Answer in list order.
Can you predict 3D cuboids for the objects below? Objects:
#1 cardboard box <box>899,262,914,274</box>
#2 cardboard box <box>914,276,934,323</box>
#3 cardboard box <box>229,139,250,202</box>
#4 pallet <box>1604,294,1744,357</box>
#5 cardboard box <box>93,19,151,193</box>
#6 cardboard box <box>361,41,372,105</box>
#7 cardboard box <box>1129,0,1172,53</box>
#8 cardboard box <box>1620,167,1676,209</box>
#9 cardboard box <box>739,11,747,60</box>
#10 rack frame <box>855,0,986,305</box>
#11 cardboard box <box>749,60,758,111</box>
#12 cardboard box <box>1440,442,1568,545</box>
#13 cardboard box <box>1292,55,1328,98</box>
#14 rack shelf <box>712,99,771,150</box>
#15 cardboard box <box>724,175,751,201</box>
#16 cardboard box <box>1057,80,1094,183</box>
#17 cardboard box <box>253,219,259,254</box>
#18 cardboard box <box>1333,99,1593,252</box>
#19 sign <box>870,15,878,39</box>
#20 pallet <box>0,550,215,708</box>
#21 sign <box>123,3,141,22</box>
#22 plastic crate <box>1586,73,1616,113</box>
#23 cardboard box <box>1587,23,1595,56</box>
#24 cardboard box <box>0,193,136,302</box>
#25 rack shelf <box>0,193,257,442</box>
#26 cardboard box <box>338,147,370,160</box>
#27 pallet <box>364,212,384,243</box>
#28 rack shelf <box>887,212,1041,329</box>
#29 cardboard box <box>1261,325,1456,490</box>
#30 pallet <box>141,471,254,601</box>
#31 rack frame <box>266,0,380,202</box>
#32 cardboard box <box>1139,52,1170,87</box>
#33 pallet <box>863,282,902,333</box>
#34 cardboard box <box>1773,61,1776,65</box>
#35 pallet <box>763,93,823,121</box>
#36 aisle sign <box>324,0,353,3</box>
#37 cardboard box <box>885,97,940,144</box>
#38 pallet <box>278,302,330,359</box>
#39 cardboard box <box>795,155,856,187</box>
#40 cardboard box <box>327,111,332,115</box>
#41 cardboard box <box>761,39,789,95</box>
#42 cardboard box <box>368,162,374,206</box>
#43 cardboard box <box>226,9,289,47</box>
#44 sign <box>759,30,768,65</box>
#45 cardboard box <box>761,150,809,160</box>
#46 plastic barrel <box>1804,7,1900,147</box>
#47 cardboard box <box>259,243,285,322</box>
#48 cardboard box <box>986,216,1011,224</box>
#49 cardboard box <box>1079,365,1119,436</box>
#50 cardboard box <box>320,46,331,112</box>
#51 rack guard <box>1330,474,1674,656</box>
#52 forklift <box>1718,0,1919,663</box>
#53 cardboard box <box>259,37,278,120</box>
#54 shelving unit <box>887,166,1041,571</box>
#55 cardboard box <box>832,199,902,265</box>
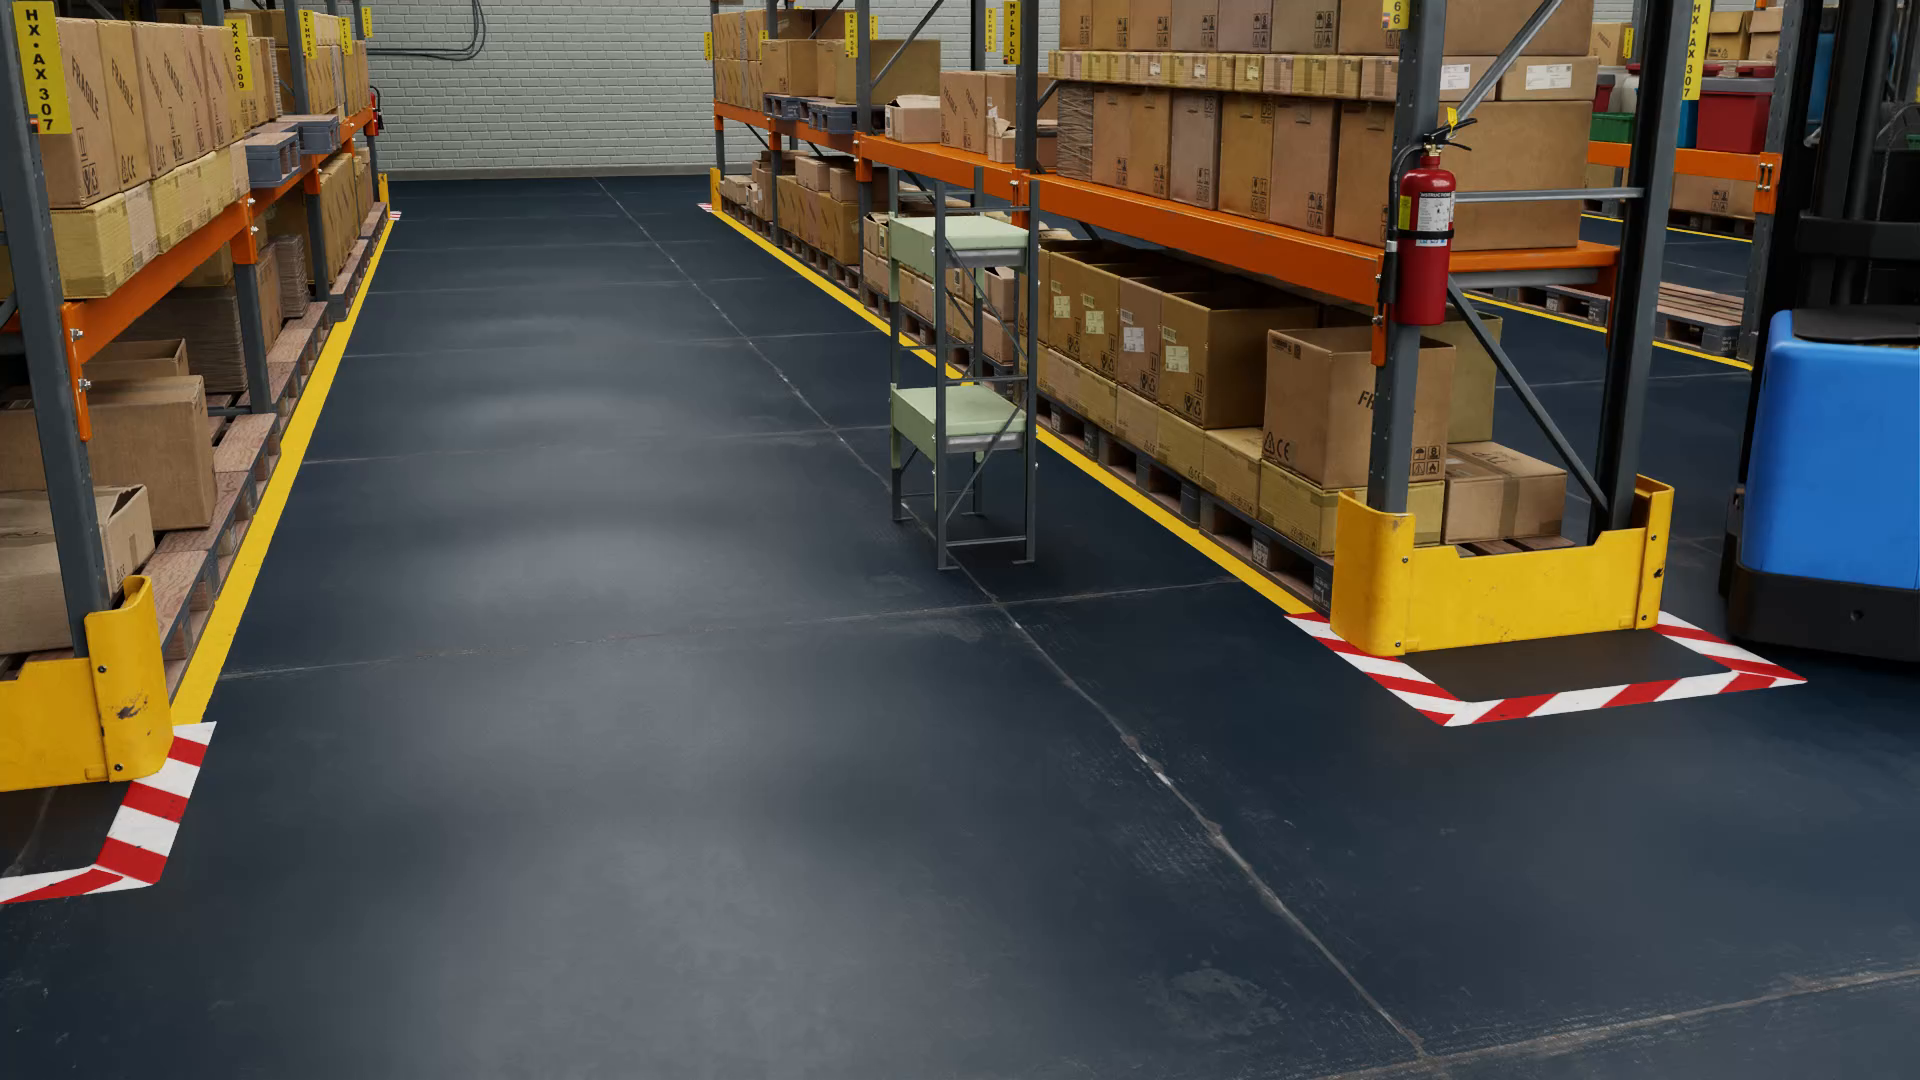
[{"bbox_3d":[-0.147,-2.049,11.635,0.500,0.311,0.500,-5,17,-17],"label":"cardboard box"},{"bbox_3d":[-0.010,-1.642,11.255,0.500,0.250,0.500,-4,17,-14],"label":"cardboard box"},{"bbox_3d":[-3.540,-1.682,7.564,0.500,0.250,0.500,-5,17,-15],"label":"cardboard box"},{"bbox_3d":[5.310,-1.513,11.623,1.003,0.211,1.213,-5,17,-15],"label":"pallet"},{"bbox_3d":[-2.831,-1.335,5.105,0.500,0.500,0.500,-5,17,-15],"label":"cardboard box"},{"bbox_3d":[-7.110,-5.174,18.441,0.980,0.700,0.700,-4,17,-13],"label":"cardboard box"},{"bbox_3d":[1.205,-2.513,7.674,0.700,0.500,0.500,-5,17,-15],"label":"cardboard box"},{"bbox_3d":[8.322,-4.247,18.840,1.225,0.875,0.875,-5,17,-15],"label":"cardboard box"},{"bbox_3d":[-2.068,-5.384,17.750,0.500,0.500,0.500,-5,17,-15],"label":"cardboard box"},{"bbox_3d":[-0.299,-3.350,12.892,1.000,3.000,0.127,-5,17,-15],"label":"rack frame"},{"bbox_3d":[-1.926,-4.765,17.428,0.500,0.500,0.500,-4,17,-14],"label":"cardboard box"},{"bbox_3d":[1.966,-0.188,6.413,0.500,0.250,0.500,-5,17,-15],"label":"cardboard box"},{"bbox_3d":[1.467,-1.730,6.195,0.380,0.149,0.250,-5,17,-16],"label":"cardboard box"},{"bbox_3d":[-1.948,-4.666,18.520,1.077,0.370,4.000,-5,17,-15],"label":"rack shelf"},{"bbox_3d":[-2.484,-4.146,19.555,0.500,0.250,0.500,-5,17,-15],"label":"cardboard box"},{"bbox_3d":[0.928,-2.170,8.787,0.700,0.500,0.500,-5,17,-17],"label":"cardboard box"},{"bbox_3d":[-4.571,-1.831,10.110,0.500,0.250,0.500,-5,17,-16],"label":"cardboard box"},{"bbox_3d":[1.783,-1.316,5.944,0.700,0.500,0.500,-5,17,-15],"label":"cardboard box"},{"bbox_3d":[-0.866,-5.056,16.558,0.100,0.325,0.005,-5,17,-15],"label":"sign"},{"bbox_3d":[-3.073,0.342,5.446,1.003,0.211,1.213,-5,17,-15],"label":"pallet"},{"bbox_3d":[-5.594,-3.467,11.269,0.100,0.325,0.005,-5,17,-15],"label":"sign"},{"bbox_3d":[4.614,-3.300,12.614,0.402,0.464,0.583,-5,17,-15],"label":"plastic crate"},{"bbox_3d":[7.610,-5.914,19.865,0.500,0.500,0.500,-5,17,-15],"label":"cardboard box"},{"bbox_3d":[-2.692,-0.843,4.769,0.500,0.250,0.500,-5,17,-17],"label":"cardboard box"},{"bbox_3d":[-3.412,-0.954,6.163,1.077,0.370,4.000,-5,17,-15],"label":"rack shelf"},{"bbox_3d":[-6.761,-4.278,18.469,0.380,0.149,0.250,-5,17,-16],"label":"cardboard box"},{"bbox_3d":[-6.633,-3.283,17.516,1.003,0.211,1.213,-5,17,-15],"label":"pallet"},{"bbox_3d":[0.002,-1.090,6.618,0.431,0.370,0.720,-5,17,-15],"label":"rack shelf"},{"bbox_3d":[1.466,-0.506,6.168,0.500,0.500,0.500,-5,17,-15],"label":"cardboard box"},{"bbox_3d":[-3.405,0.005,6.568,1.003,0.211,1.213,-5,17,-15],"label":"pallet"},{"bbox_3d":[-7.260,-5.171,18.951,1.000,3.000,0.127,-5,17,-15],"label":"rack frame"},{"bbox_3d":[1.046,-2.157,7.617,0.380,0.149,0.250,-5,17,-17],"label":"cardboard box"},{"bbox_3d":[-0.111,-1.784,12.525,1.003,0.211,1.213,-5,17,-15],"label":"pallet"},{"bbox_3d":[8.575,-4.579,16.809,0.500,0.500,0.500,-5,18,-17],"label":"cardboard box"},{"bbox_3d":[-1.284,-4.135,15.838,1.003,0.211,1.213,-5,17,-15],"label":"pallet"},{"bbox_3d":[-6.991,-6.459,18.723,0.394,0.787,0.004,-5,17,-15],"label":"aisle sign"},{"bbox_3d":[-0.240,-3.045,12.030,0.500,0.311,0.500,-5,17,-16],"label":"cardboard box"},{"bbox_3d":[-4.848,-1.406,11.266,1.003,0.211,1.213,-5,17,-15],"label":"pallet"},{"bbox_3d":[-1.225,-3.400,15.333,0.500,0.250,0.500,-5,17,-15],"label":"cardboard box"},{"bbox_3d":[-5.543,-3.598,14.118,0.380,0.149,0.250,-5,17,-15],"label":"cardboard box"},{"bbox_3d":[-1.484,-4.557,16.005,0.700,0.500,0.500,-12,20,-34],"label":"cardboard box"},{"bbox_3d":[-6.971,-3.989,18.632,0.700,0.500,0.500,-5,17,-15],"label":"cardboard box"},{"bbox_3d":[-4.946,-3.671,11.929,0.500,0.250,0.500,-4,17,-14],"label":"cardboard box"},{"bbox_3d":[-1.918,-4.826,16.301,0.100,0.325,0.005,-5,17,-15],"label":"sign"},{"bbox_3d":[-2.112,-4.446,20.119,0.500,0.500,0.500,-5,17,-15],"label":"cardboard box"},{"bbox_3d":[5.749,-3.005,10.872,0.600,0.901,0.708,-5,17,-15],"label":"plastic barrel"},{"bbox_3d":[-4.784,-1.625,10.727,0.700,0.500,0.500,-5,17,-15],"label":"cardboard box"},{"bbox_3d":[0.230,-2.235,12.252,0.500,0.311,0.500,-5,17,-16],"label":"cardboard box"},{"bbox_3d":[0.901,-0.699,8.113,0.500,0.250,0.500,-5,17,-15],"label":"cardboard box"},{"bbox_3d":[-5.219,-3.595,12.981,0.500,0.500,0.500,-5,17,-16],"label":"cardboard box"},{"bbox_3d":[1.906,0.066,5.863,1.175,0.500,0.348,-5,17,-15],"label":"rack guard"},{"bbox_3d":[3.699,-1.336,6.303,1.130,2.935,3.031,8,18,24],"label":"forklift"},{"bbox_3d":[-4.743,-2.935,10.569,0.700,0.500,0.500,-6,18,-20],"label":"cardboard box"},{"bbox_3d":[0.002,-0.716,6.730,0.431,1.500,0.755,-5,17,-15],"label":"shelving unit"},{"bbox_3d":[-0.782,-2.604,13.988,0.500,0.500,0.500,-4,17,-13],"label":"cardboard box"}]
